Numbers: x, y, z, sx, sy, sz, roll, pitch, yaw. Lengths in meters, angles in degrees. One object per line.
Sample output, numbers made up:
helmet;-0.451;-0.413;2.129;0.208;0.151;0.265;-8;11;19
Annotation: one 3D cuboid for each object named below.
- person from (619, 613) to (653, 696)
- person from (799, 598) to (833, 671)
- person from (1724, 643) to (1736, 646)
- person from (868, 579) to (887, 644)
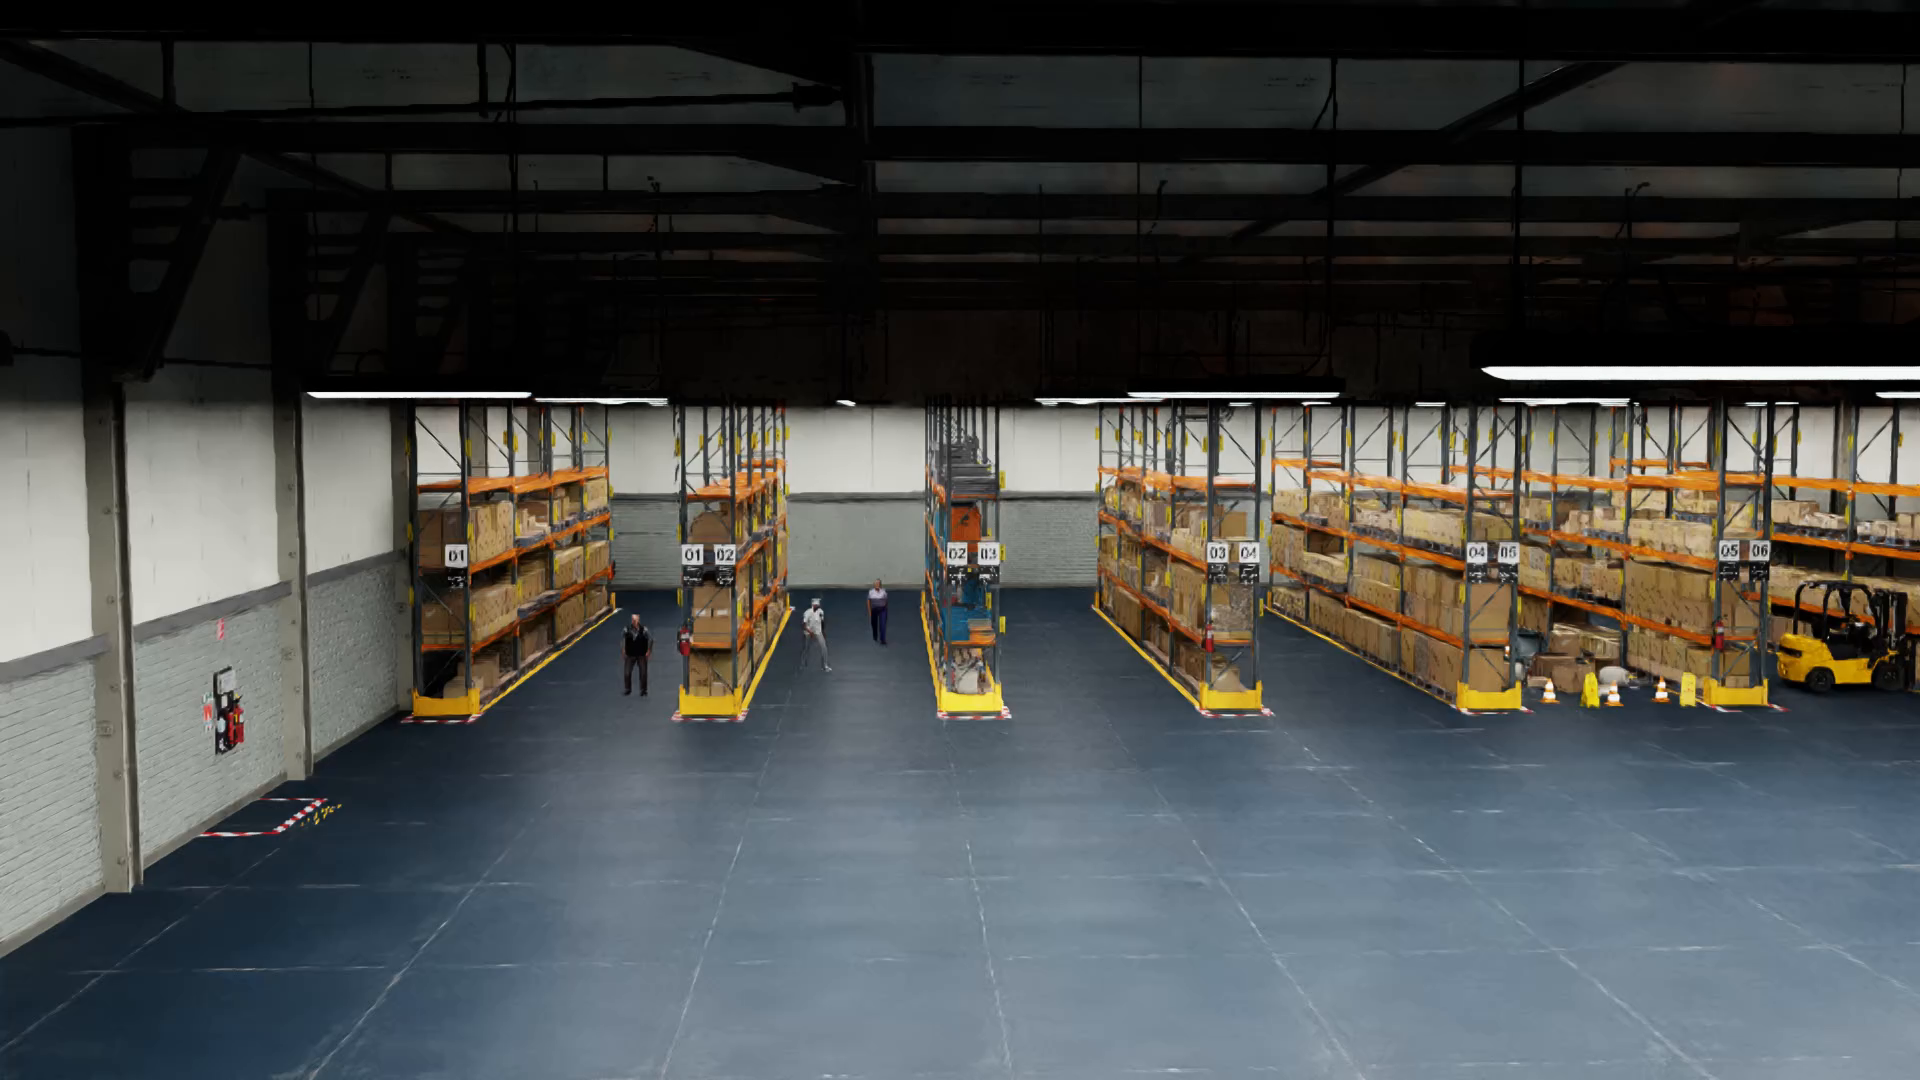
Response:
person;-6.451;2.279;33.117;0.677;1.674;0.532;0;5;-5
person;-3.178;2.041;36.339;0.621;1.606;0.828;-2;5;-20
person;16.479;1.992;35.767;0.636;1.775;0.677;3;5;30
person;-2.018;1.725;40.636;0.479;1.553;1.090;0;5;-1
